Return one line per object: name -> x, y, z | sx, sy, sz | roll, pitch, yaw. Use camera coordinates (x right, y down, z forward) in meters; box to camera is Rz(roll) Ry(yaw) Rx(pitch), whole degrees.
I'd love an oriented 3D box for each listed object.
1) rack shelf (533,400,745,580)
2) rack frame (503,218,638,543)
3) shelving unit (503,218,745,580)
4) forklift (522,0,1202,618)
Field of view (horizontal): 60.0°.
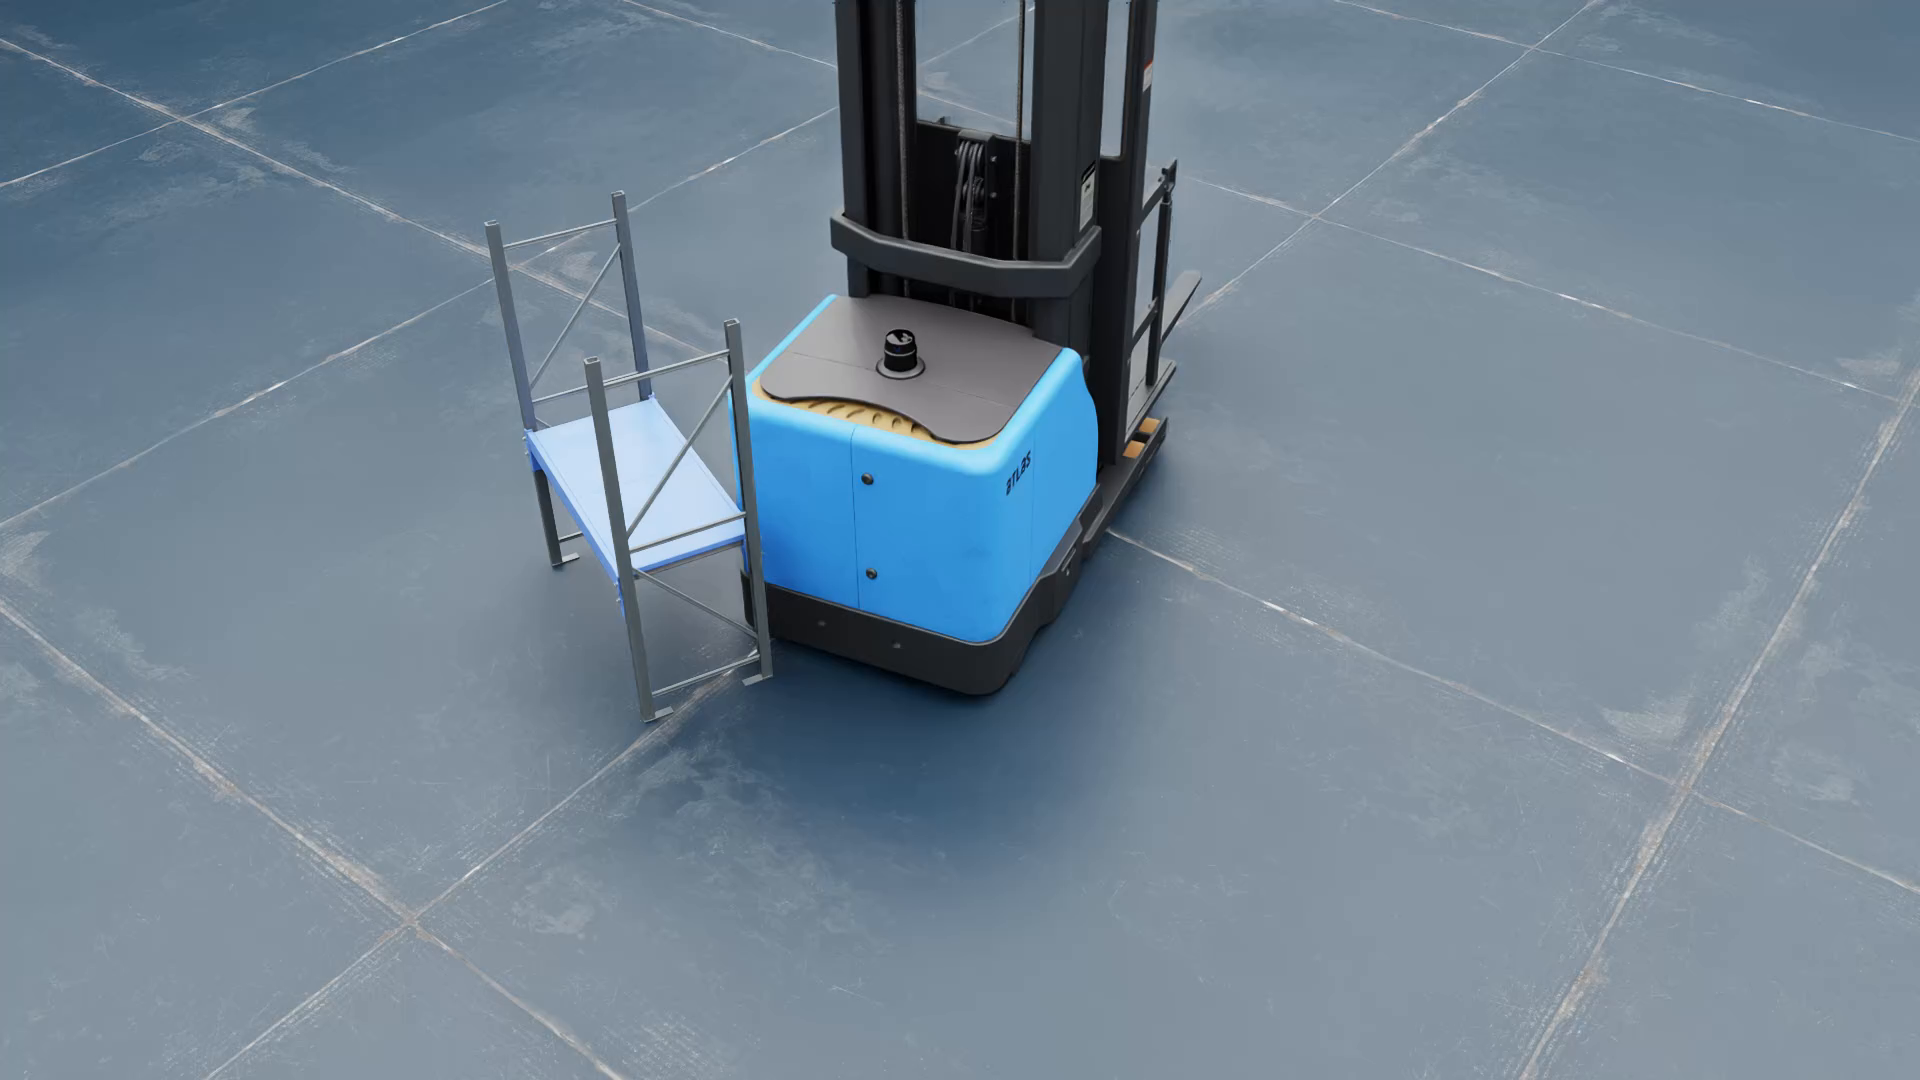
rack shelf -> -1.160, -0.191, 5.989 | 0.459, 0.062, 0.952 | -19, 42, -23
rack frame -> -1.411, -0.566, 6.257 | 0.475, 1.308, 0.013 | -19, 42, -23
shelving unit -> -1.171, -0.304, 5.921 | 0.475, 1.308, 0.991 | -19, 42, -23
forklift -> 8.071, -0.586, 4.580 | 18.709, 3.598, 6.912 | 15, 41, 19
